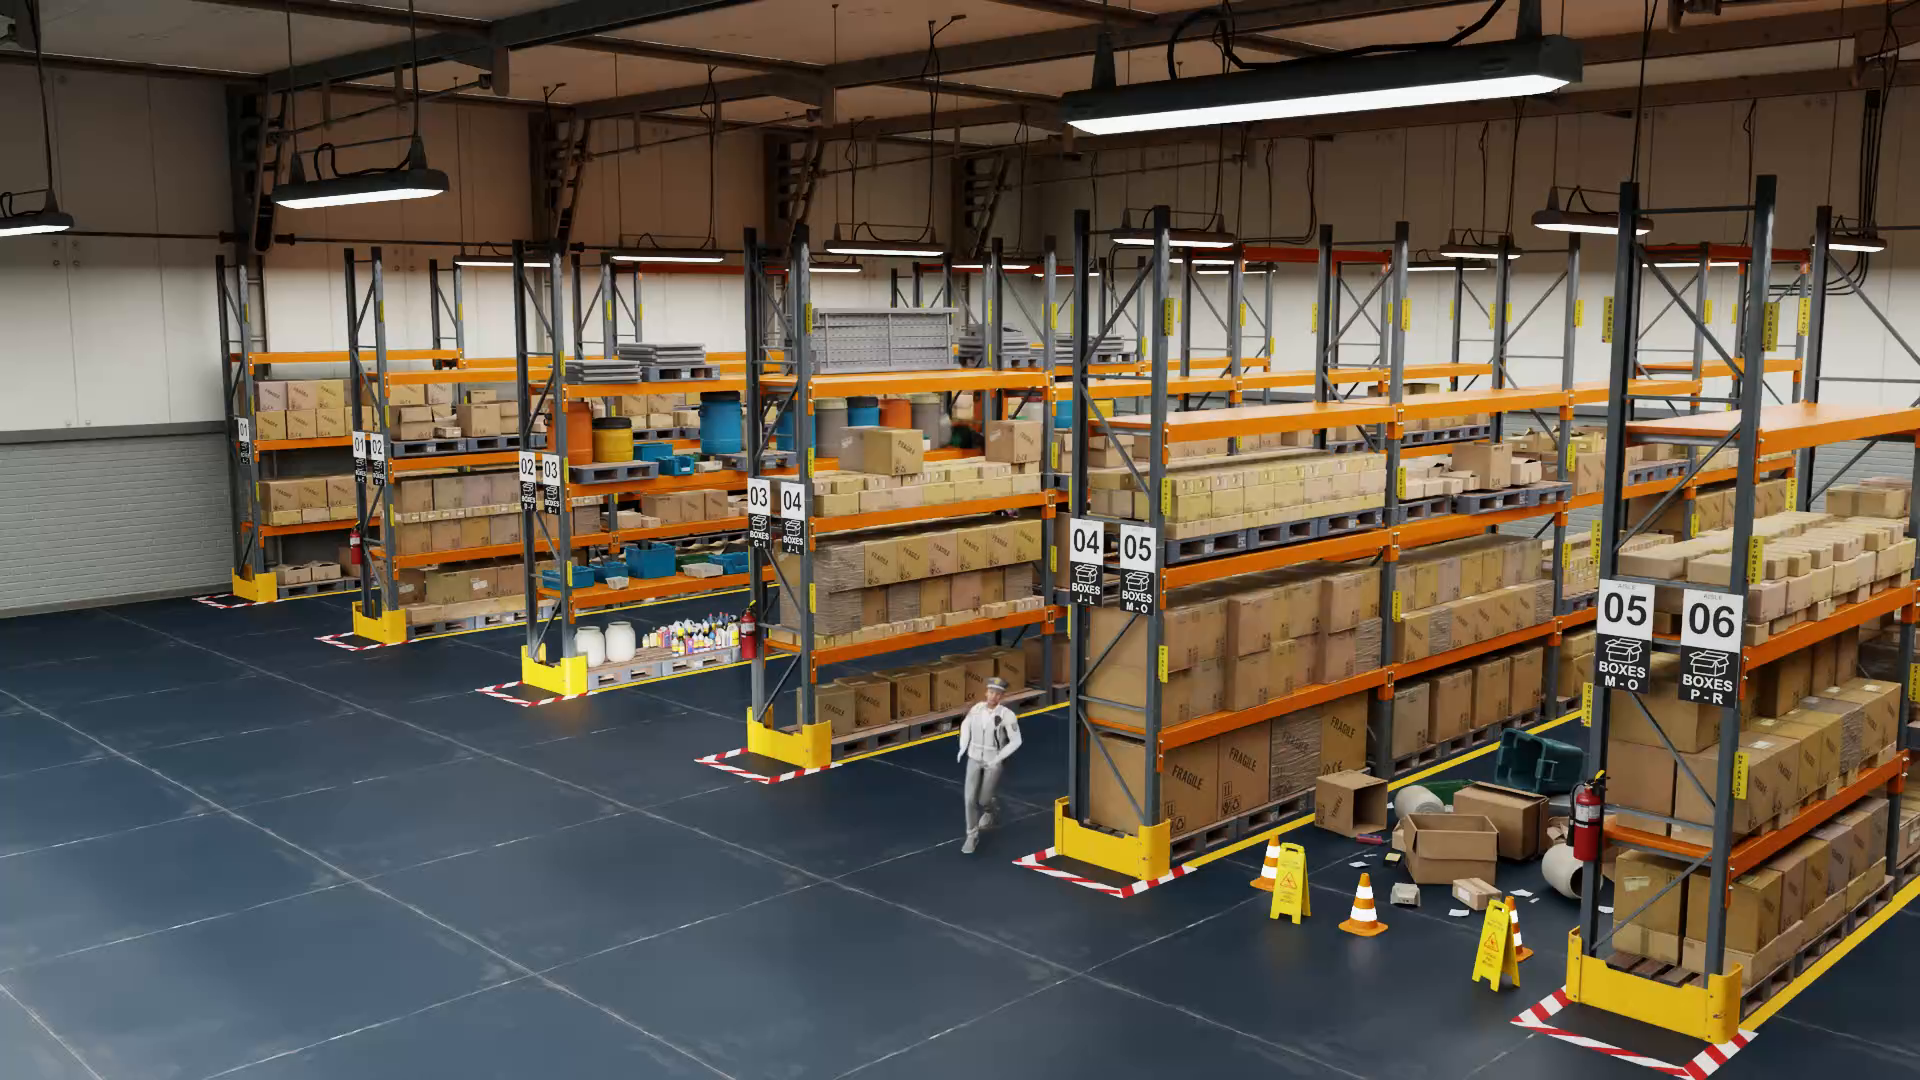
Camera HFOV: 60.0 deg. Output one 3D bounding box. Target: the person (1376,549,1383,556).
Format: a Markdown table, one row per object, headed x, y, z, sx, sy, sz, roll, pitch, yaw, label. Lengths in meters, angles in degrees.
| x | y | z | sx | sy | sz | roll | pitch | yaw | label |
| --- | --- | --- | --- | --- | --- | --- | --- | --- | --- |
| 6.146 | 0.924 | 24.399 | 0.515 | 1.621 | 0.663 | 5 | 10 | 33 | person |

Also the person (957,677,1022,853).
| x | y | z | sx | sy | sz | roll | pitch | yaw | label |
| --- | --- | --- | --- | --- | --- | --- | --- | --- | --- |
| 0.290 | 2.115 | 15.927 | 0.657 | 1.674 | 0.695 | 3 | 9 | 20 | person |

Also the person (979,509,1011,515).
| x | y | z | sx | sy | sz | roll | pitch | yaw | label |
| --- | --- | --- | --- | --- | --- | --- | --- | --- | --- |
| 0.619 | -0.333 | 32.296 | 0.661 | 1.612 | 0.889 | 6 | 10 | 34 | person |
